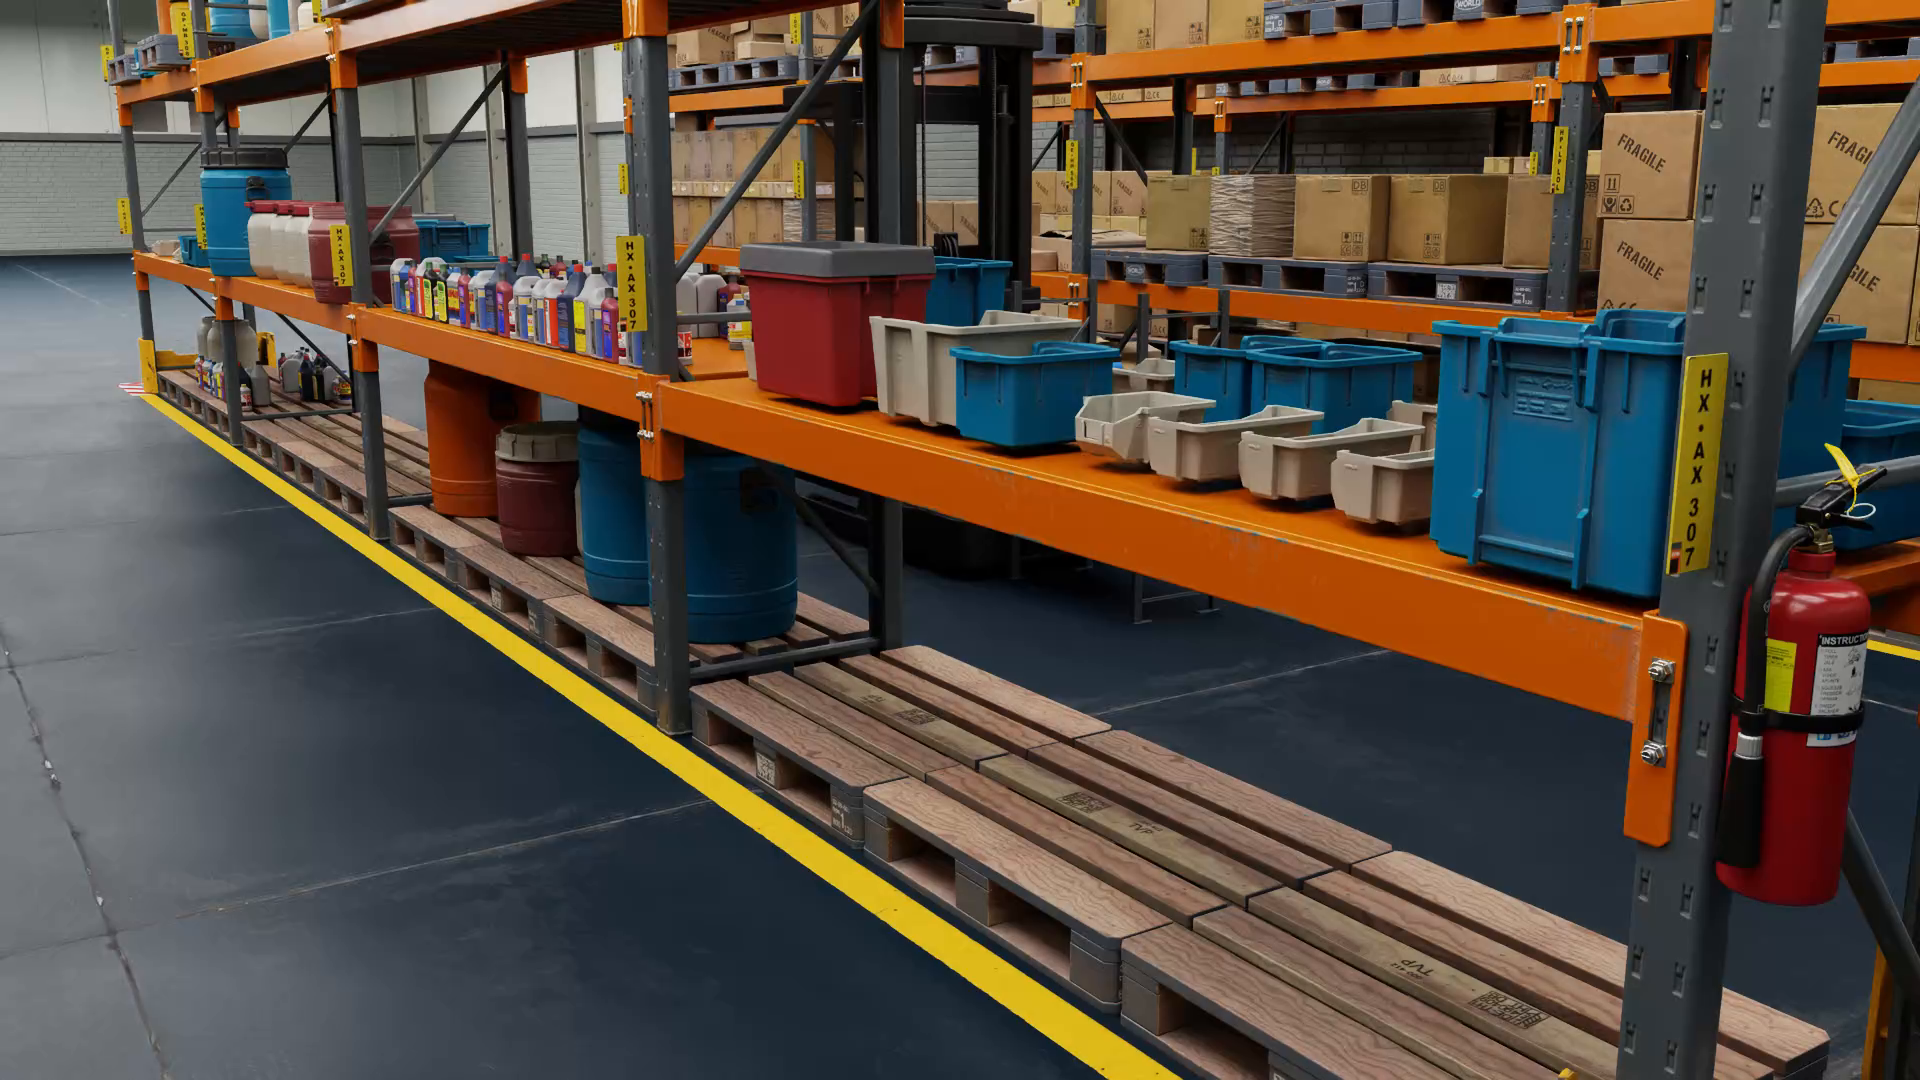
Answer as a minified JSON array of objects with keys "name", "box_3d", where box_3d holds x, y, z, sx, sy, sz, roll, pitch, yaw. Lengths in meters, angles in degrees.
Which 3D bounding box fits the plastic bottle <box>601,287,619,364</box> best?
[{"name":"plastic bottle","box_3d":[-1.325,-0.822,6.374,0.061,0.283,0.133,-8,15,-33]}]

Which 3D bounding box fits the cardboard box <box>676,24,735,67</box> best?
[{"name":"cardboard box","box_3d":[-2.502,-4.992,16.600,0.500,0.500,0.500,-8,15,-33]}]

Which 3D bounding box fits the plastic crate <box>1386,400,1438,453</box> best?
[{"name":"plastic crate","box_3d":[1.197,-0.271,4.057,0.250,0.136,0.298,-8,15,-33]}]

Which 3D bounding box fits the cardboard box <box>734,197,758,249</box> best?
[{"name":"cardboard box","box_3d":[-1.802,-3.130,16.419,0.700,0.500,0.500,-8,15,-32]}]

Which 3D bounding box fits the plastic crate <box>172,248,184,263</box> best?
[{"name":"plastic crate","box_3d":[-6.214,-2.364,13.770,0.530,0.136,0.437,-8,15,-33]}]

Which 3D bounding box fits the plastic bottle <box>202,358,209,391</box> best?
[{"name":"plastic bottle","box_3d":[-6.385,-1.408,14.134,0.097,0.271,0.097,0,12,0]}]

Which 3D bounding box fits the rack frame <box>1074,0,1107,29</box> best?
[{"name":"rack frame","box_3d":[1.238,-5.039,11.342,1.000,3.000,0.127,-8,15,-33]}]

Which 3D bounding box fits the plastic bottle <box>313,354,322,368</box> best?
[{"name":"plastic bottle","box_3d":[-5.310,-1.382,13.829,0.144,0.351,0.185,-9,15,-35]}]

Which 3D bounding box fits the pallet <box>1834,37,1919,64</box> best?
[{"name":"pallet","box_3d":[7.027,-3.513,11.833,0.805,0.209,1.217,-9,15,-35]}]

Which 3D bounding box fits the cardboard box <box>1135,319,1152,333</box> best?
[{"name":"cardboard box","box_3d":[2.274,-2.516,19.490,0.380,0.149,0.250,-10,16,-37]}]

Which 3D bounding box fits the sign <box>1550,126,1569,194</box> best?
[{"name":"sign","box_3d":[2.994,-1.897,8.303,0.100,0.325,0.005,-8,15,-33]}]

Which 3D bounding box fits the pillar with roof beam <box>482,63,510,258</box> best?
[{"name":"pillar with roof beam","box_3d":[-14.846,-10.786,37.620,9.100,9.000,0.548,-8,15,-33]}]

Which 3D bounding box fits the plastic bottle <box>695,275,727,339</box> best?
[{"name":"plastic bottle","box_3d":[-1.124,-1.043,7.401,0.152,0.276,0.135,-8,15,-33]}]

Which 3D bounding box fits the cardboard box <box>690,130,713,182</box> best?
[{"name":"cardboard box","box_3d":[-2.341,-3.938,17.076,0.700,0.500,0.500,-8,15,-33]}]

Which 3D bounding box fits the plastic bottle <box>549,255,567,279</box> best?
[{"name":"plastic bottle","box_3d":[-2.181,-1.404,9.032,0.061,0.283,0.133,-8,15,-33]}]

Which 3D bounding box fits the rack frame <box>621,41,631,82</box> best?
[{"name":"rack frame","box_3d":[-3.194,-6.462,17.848,1.000,3.000,0.127,-8,15,-33]}]

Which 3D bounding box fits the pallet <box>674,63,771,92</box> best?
[{"name":"pallet","box_3d":[-2.144,-4.608,16.596,1.003,0.211,1.213,-8,15,-33]}]

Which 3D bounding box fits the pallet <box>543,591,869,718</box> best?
[{"name":"pallet","box_3d":[-1.064,0.408,7.000,1.003,0.211,1.213,-8,15,-33]}]

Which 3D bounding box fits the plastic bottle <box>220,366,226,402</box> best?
[{"name":"plastic bottle","box_3d":[-5.932,-1.261,13.435,0.061,0.283,0.133,-7,14,-29]}]

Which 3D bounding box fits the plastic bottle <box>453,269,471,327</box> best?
[{"name":"plastic bottle","box_3d":[-2.364,-1.157,7.931,0.097,0.271,0.097,0,12,0]}]

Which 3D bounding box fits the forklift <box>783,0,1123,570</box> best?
[{"name":"forklift","box_3d":[-0.323,-1.546,9.571,1.130,2.935,3.031,-7,14,-30]}]

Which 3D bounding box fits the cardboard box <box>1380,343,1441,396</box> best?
[{"name":"cardboard box","box_3d":[2.835,-1.050,10.209,0.500,0.250,0.500,-8,15,-33]}]

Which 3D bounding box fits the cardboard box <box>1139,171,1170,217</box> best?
[{"name":"cardboard box","box_3d":[2.343,-3.846,18.474,0.500,0.500,0.500,-8,15,-33]}]

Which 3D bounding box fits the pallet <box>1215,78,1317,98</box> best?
[{"name":"pallet","box_3d":[3.397,-4.658,17.060,1.213,0.211,1.003,-8,15,-33]}]

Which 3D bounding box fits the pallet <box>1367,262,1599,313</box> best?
[{"name":"pallet","box_3d":[3.102,-1.459,9.460,1.003,0.211,1.213,-8,15,-33]}]

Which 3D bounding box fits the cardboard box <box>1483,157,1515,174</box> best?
[{"name":"cardboard box","box_3d":[4.953,-3.390,15.058,0.380,0.149,0.250,-11,17,-42]}]

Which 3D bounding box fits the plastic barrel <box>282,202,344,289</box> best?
[{"name":"plastic barrel","box_3d":[-4.110,-1.897,10.698,0.433,0.535,0.433,0,12,0]}]

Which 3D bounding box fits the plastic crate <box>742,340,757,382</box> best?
[{"name":"plastic crate","box_3d":[-0.533,-0.612,5.618,0.396,0.136,0.243,-8,15,-33]}]

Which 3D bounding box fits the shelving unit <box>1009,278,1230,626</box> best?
[{"name":"shelving unit","box_3d":[0.735,-0.466,7.980,0.538,1.500,1.048,-7,14,-30]}]

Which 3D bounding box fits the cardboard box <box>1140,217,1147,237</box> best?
[{"name":"cardboard box","box_3d":[2.360,-3.482,18.565,0.500,0.250,0.500,-8,15,-33]}]

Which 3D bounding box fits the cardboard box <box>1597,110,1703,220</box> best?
[{"name":"cardboard box","box_3d":[3.481,-1.818,8.077,0.500,0.500,0.500,-8,14,-31]}]

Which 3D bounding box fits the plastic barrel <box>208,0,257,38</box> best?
[{"name":"plastic barrel","box_3d":[-5.566,-4.340,13.007,0.600,0.901,0.708,-8,15,-33]}]

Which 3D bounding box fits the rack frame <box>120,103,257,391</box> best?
[{"name":"rack frame","box_3d":[-7.320,-2.946,15.811,1.000,3.000,0.127,-8,15,-33]}]

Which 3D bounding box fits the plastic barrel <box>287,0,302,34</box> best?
[{"name":"plastic barrel","box_3d":[-4.279,-3.764,11.356,0.600,0.901,0.600,0,12,0]}]

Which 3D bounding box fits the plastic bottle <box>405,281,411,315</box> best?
[{"name":"plastic bottle","box_3d":[-2.822,-1.270,8.611,0.097,0.201,0.097,0,12,0]}]

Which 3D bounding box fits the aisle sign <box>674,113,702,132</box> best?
[{"name":"aisle sign","box_3d":[-2.986,-4.848,18.424,0.394,0.787,0.004,-8,15,-33]}]

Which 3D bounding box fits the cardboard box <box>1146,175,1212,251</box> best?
[{"name":"cardboard box","box_3d":[1.681,-2.264,11.477,0.500,0.500,0.700,9,15,36]}]

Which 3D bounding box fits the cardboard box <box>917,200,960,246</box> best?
[{"name":"cardboard box","box_3d":[-0.274,-2.637,14.164,0.500,0.500,0.500,-7,14,-29]}]

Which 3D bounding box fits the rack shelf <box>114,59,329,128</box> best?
[{"name":"rack shelf","box_3d":[-6.212,-3.704,13.941,1.077,0.370,4.000,-8,15,-33]}]

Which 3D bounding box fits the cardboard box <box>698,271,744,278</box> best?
[{"name":"cardboard box","box_3d":[-2.650,-2.700,18.383,0.500,0.500,0.500,-8,15,-33]}]

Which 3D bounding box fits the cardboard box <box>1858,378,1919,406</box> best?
[{"name":"cardboard box","box_3d":[7.108,-1.240,12.057,0.750,0.750,0.750,-8,15,-32]}]

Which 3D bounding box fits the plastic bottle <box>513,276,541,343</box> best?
[{"name":"plastic bottle","box_3d":[-1.844,-1.003,7.216,0.152,0.276,0.135,-8,15,-33]}]

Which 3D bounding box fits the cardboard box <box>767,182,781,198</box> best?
[{"name":"cardboard box","box_3d":[-1.590,-3.299,15.675,0.380,0.149,0.250,-9,15,-34]}]

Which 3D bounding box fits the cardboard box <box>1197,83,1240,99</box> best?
[{"name":"cardboard box","box_3d":[2.657,-4.992,17.866,0.500,0.500,0.500,-8,14,-31]}]

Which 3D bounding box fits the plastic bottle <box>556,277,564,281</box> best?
[{"name":"plastic bottle","box_3d":[-1.750,-1.019,7.299,0.097,0.271,0.097,0,12,0]}]

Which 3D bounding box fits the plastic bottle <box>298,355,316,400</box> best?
[{"name":"plastic bottle","box_3d":[-5.326,-1.331,13.597,0.144,0.351,0.185,-8,15,-33]}]

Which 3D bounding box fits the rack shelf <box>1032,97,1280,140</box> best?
[{"name":"rack shelf","box_3d":[2.035,-4.877,19.303,1.077,0.370,4.000,-8,15,-33]}]

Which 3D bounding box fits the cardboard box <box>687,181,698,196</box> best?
[{"name":"cardboard box","box_3d":[-2.583,-3.619,17.135,0.380,0.149,0.250,-9,15,-35]}]

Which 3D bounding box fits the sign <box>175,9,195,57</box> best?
[{"name":"sign","box_3d":[-5.568,-3.641,11.948,0.100,0.325,0.005,-8,15,-33]}]

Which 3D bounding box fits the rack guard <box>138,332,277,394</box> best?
[{"name":"rack guard","box_3d":[-7.239,-1.717,16.042,1.175,0.500,0.348,-8,15,-33]}]
